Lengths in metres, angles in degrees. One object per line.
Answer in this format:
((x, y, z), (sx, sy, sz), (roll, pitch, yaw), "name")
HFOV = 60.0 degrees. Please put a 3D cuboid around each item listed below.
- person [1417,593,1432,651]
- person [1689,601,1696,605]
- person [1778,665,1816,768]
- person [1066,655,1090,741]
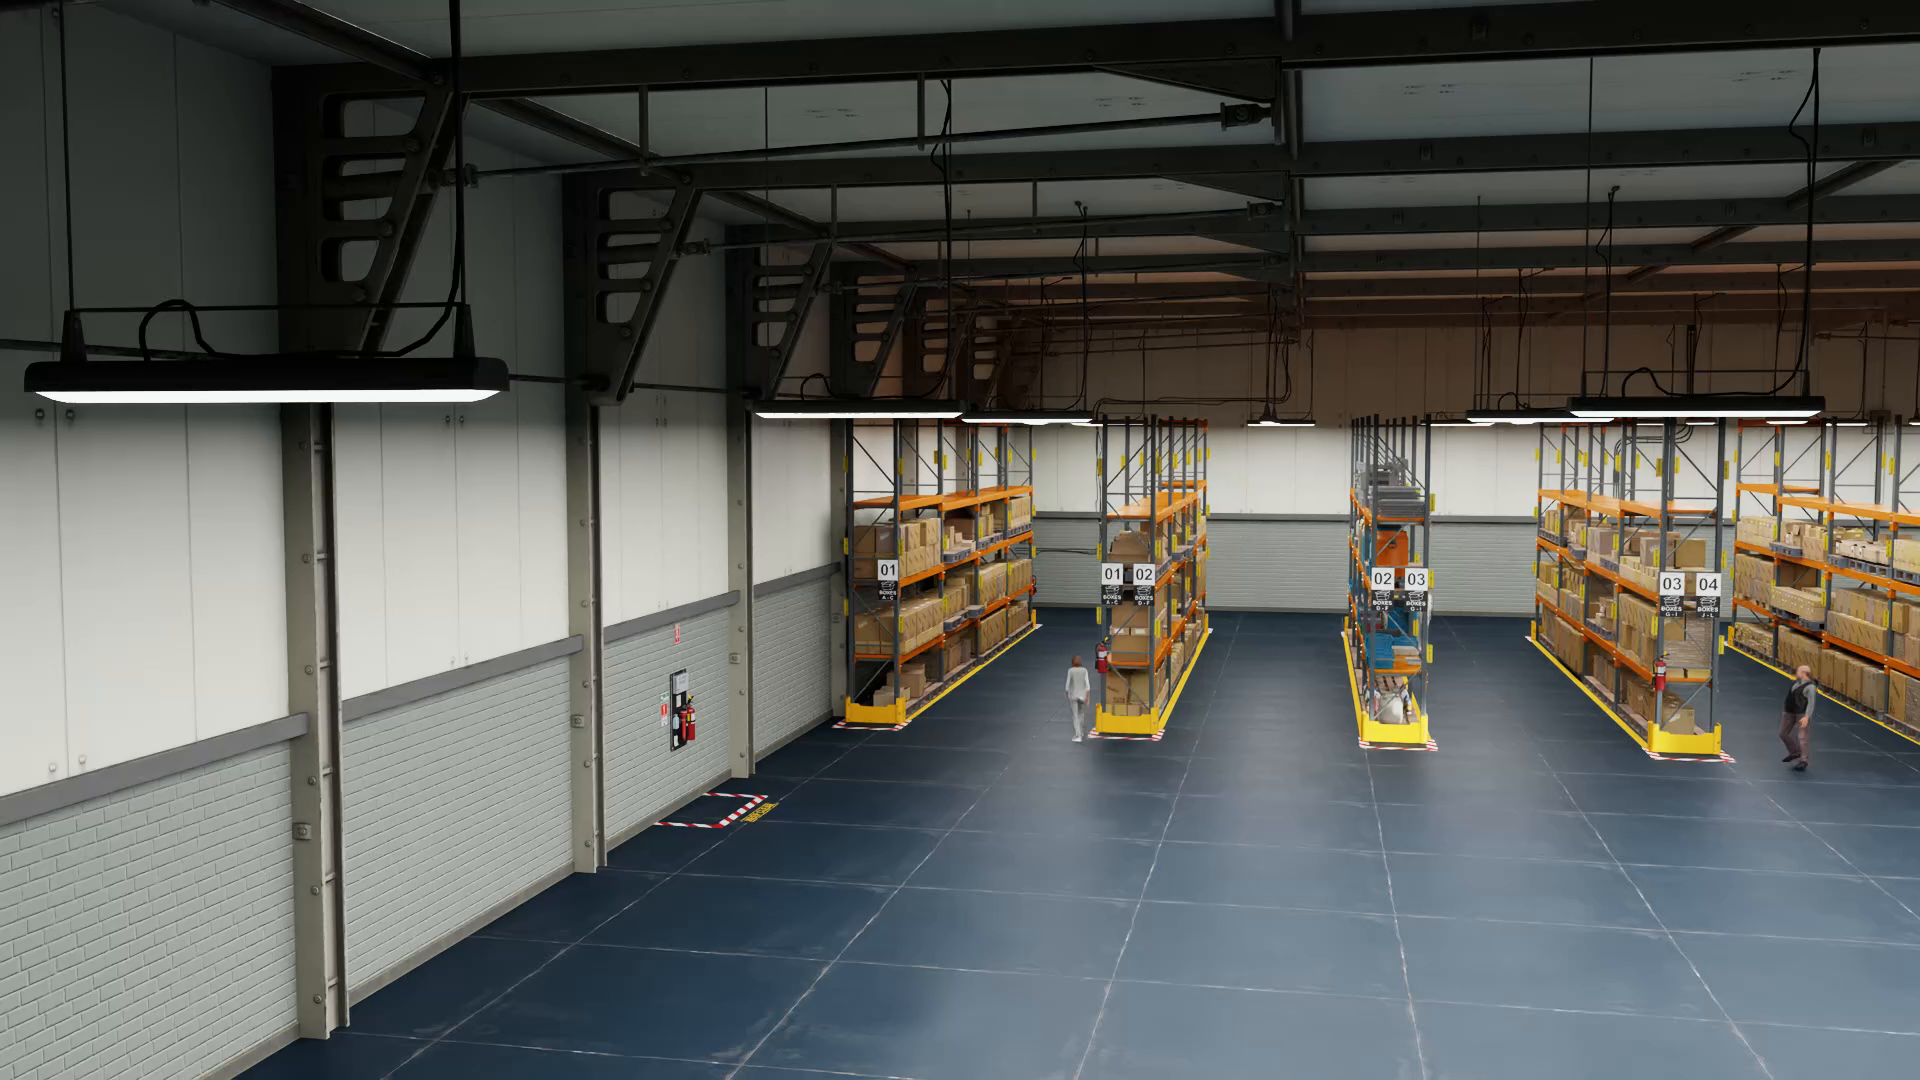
((11.898, 2.006, 42.939), (0.621, 1.834, 0.480), (3, 5, 42), "person")
((18.394, 2.112, 42.060), (0.418, 1.642, 0.551), (2, 4, 24), "person")
((14.212, 2.984, 28.225), (0.451, 1.736, 0.639), (-2, 4, -22), "person")
((2.158, 2.897, 30.543), (0.424, 1.601, 0.746), (0, 4, -5), "person")
